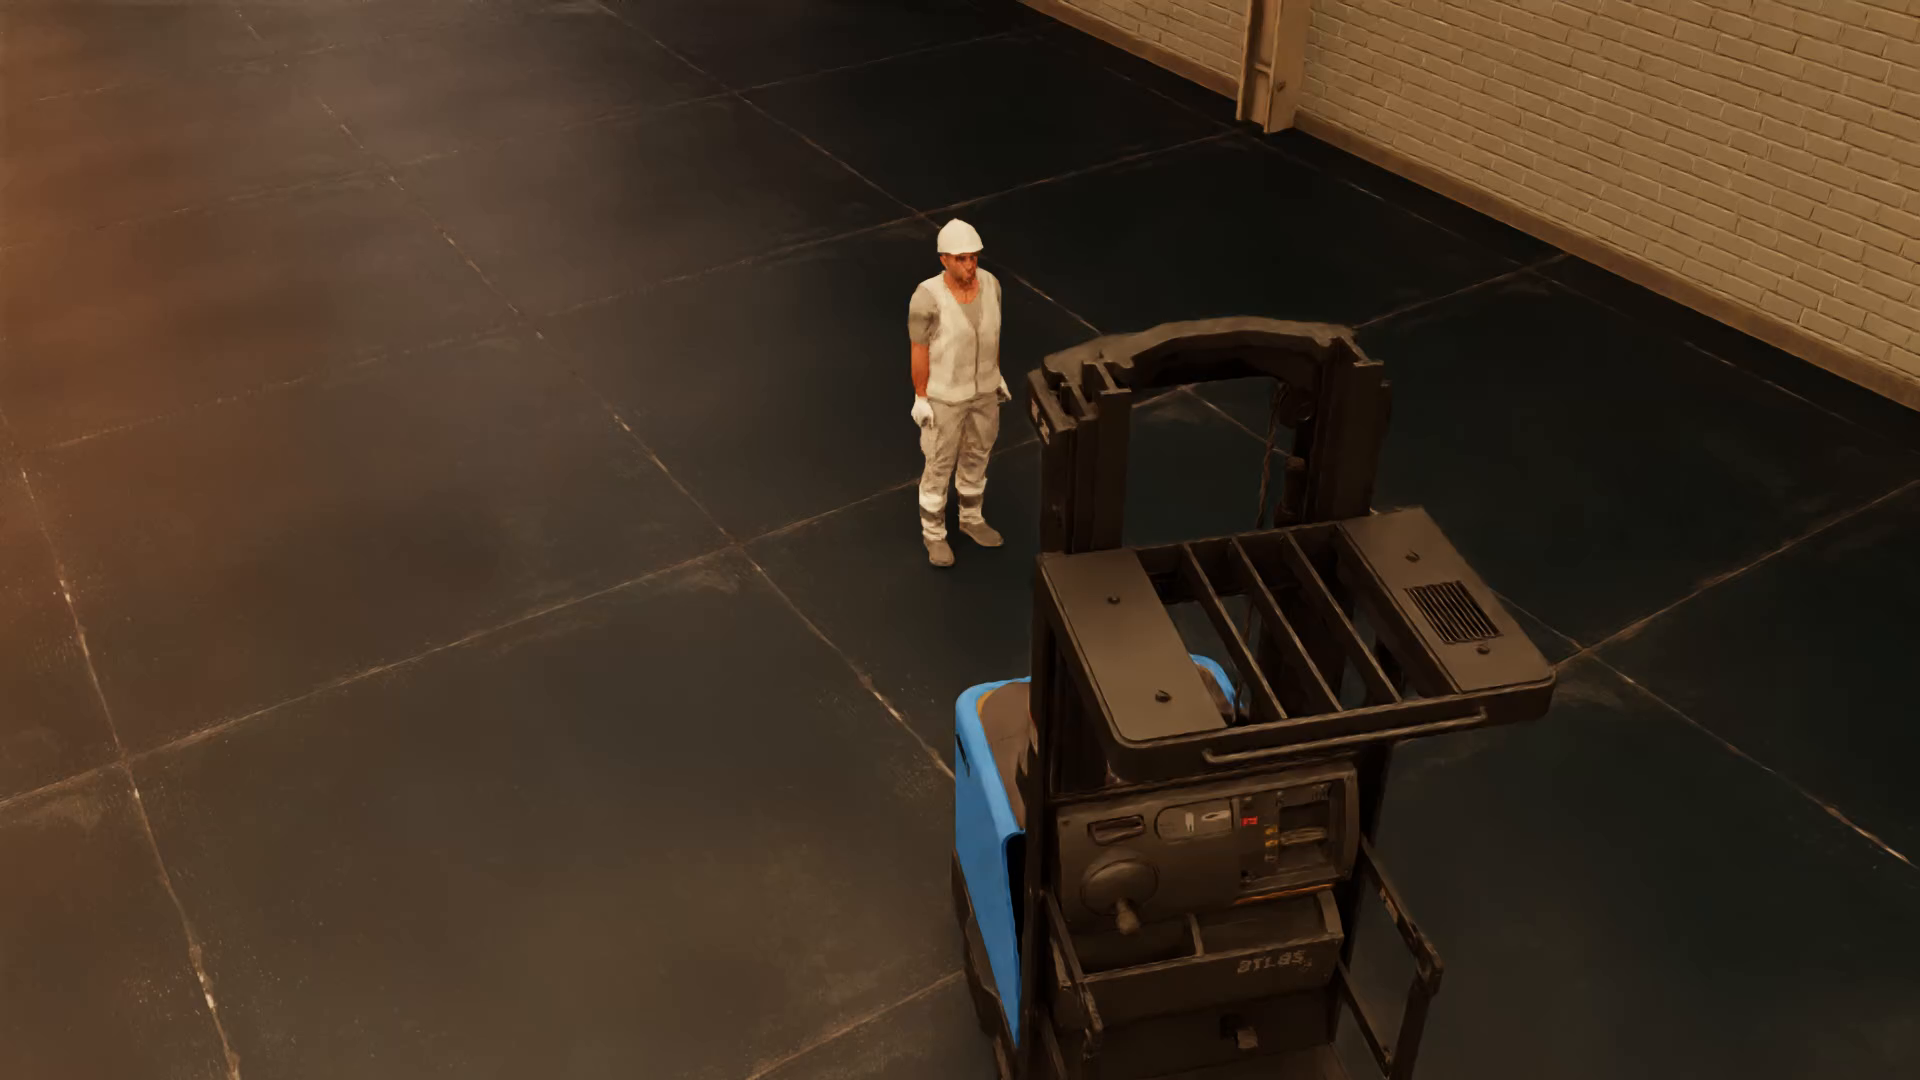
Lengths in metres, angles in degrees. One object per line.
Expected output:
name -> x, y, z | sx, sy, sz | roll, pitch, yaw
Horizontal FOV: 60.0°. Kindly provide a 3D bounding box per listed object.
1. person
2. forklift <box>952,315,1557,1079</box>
person -> 0.012, -0.723, 8.168 | 0.540, 1.795, 0.349 | -21, 40, -27
forklift -> 0.788, 0.980, 4.752 | 1.130, 2.935, 3.031 | -7, 36, -10
